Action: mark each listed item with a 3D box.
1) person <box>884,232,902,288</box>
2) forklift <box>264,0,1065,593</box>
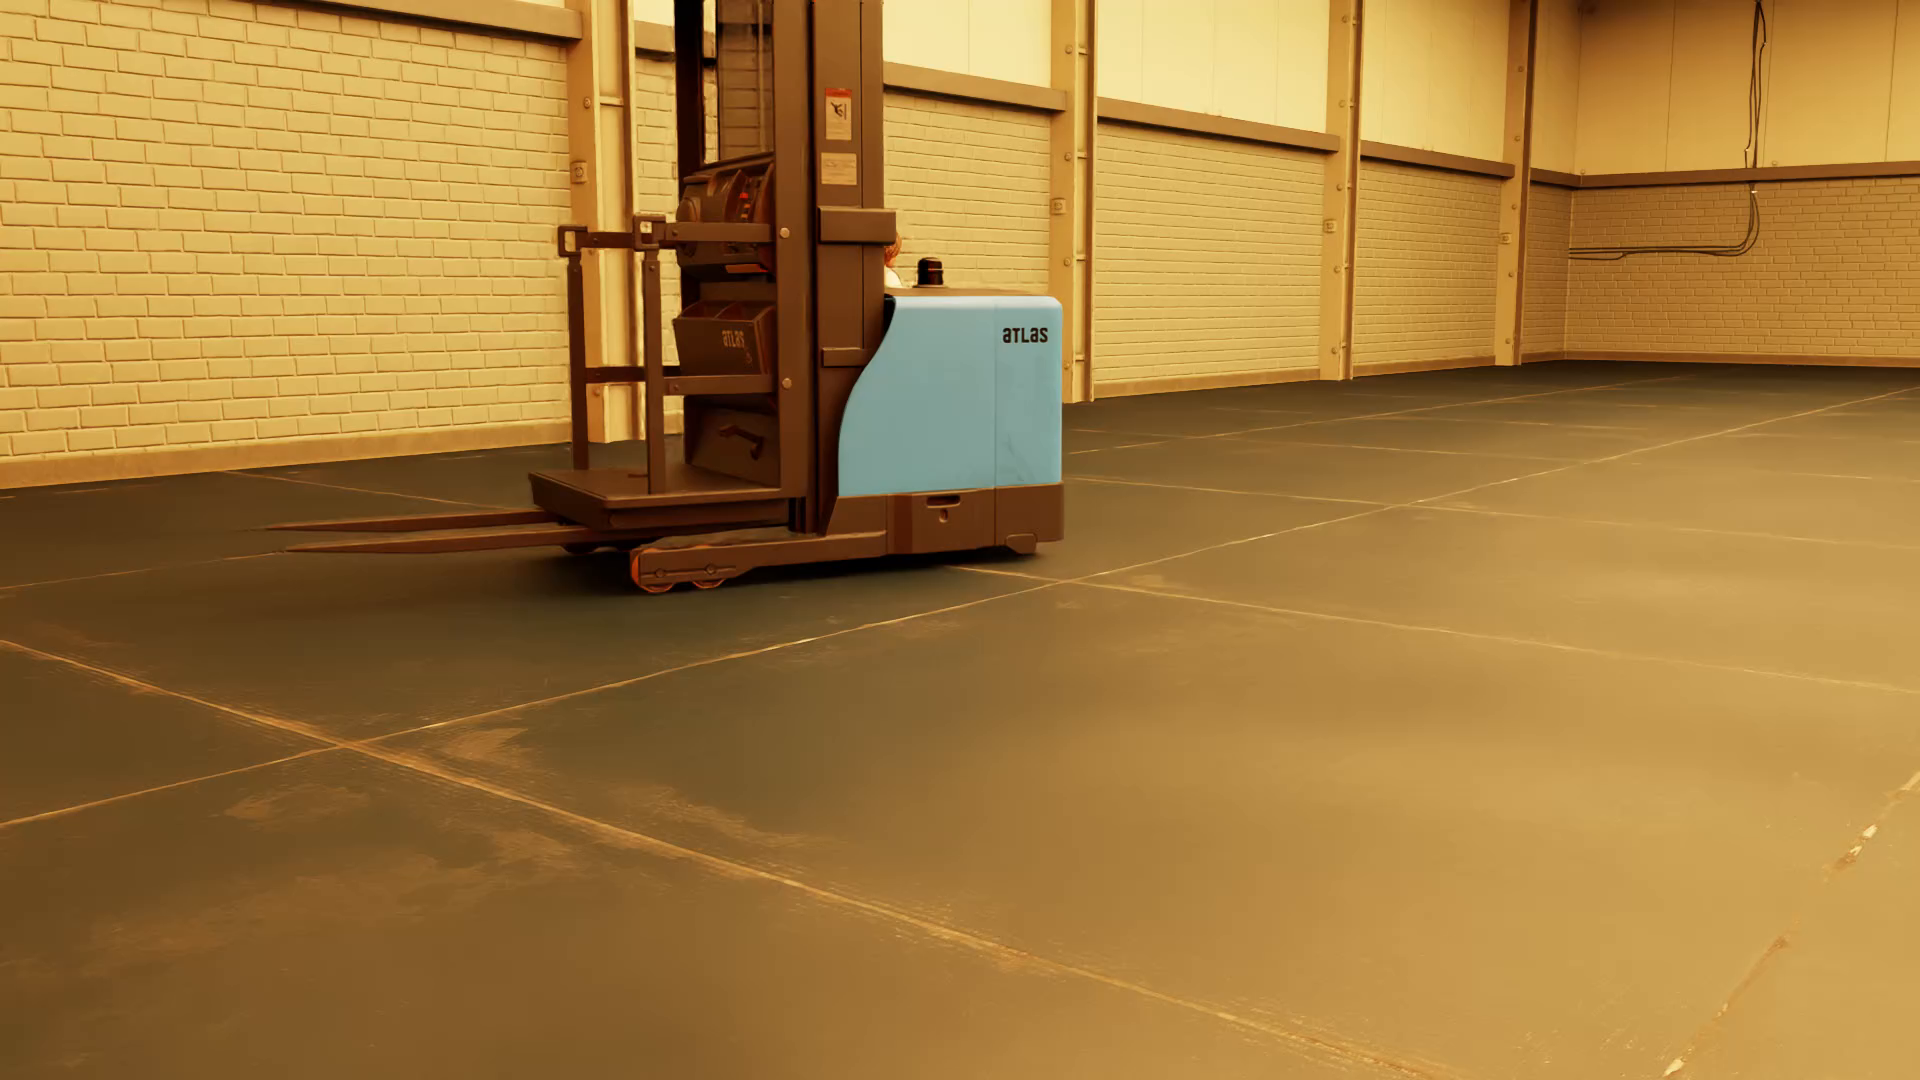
[{"bbox_3d":[-0.372,-0.830,8.251,0.738,1.462,0.855,-7,11,-38],"label":"person"},{"bbox_3d":[-1.107,-1.342,6.452,3.031,2.935,1.130,-4,9,-28],"label":"forklift"}]
